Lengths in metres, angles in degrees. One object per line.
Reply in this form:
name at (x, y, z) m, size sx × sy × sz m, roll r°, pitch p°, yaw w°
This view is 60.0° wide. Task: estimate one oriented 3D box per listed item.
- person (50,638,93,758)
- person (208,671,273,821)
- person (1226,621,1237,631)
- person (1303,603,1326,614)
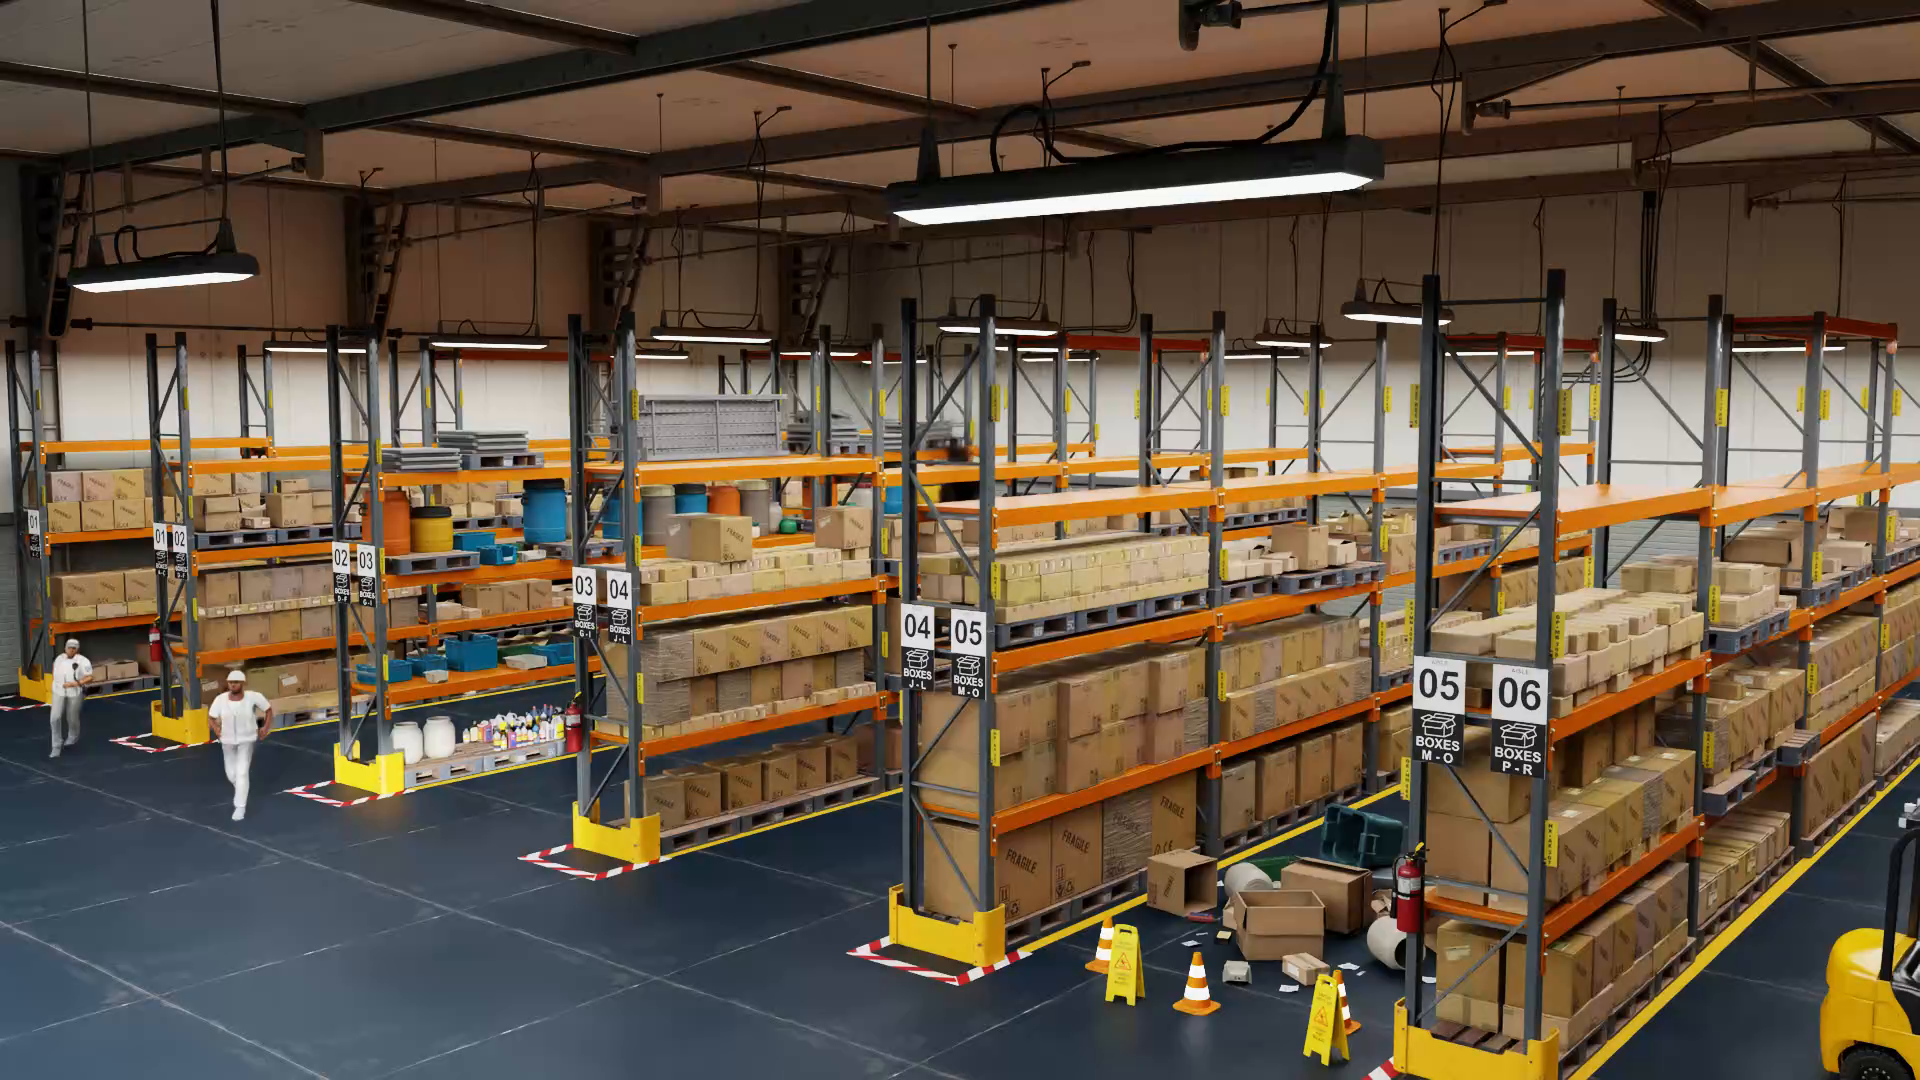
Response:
person at (-12.689, 2.222, 23.800) m, size 0.577 × 1.679 × 0.801 m, roll -1°, pitch 5°, yaw -15°
person at (-8.795, 2.464, 20.318) m, size 0.725 × 1.773 × 0.838 m, roll -1°, pitch 5°, yaw -9°
person at (4.134, 2.063, 25.399) m, size 0.536 × 1.711 × 0.814 m, roll 3°, pitch 6°, yaw 31°
person at (5.891, 1.823, 27.701) m, size 0.622 × 1.753 × 0.814 m, roll 3°, pitch 6°, yaw 33°
